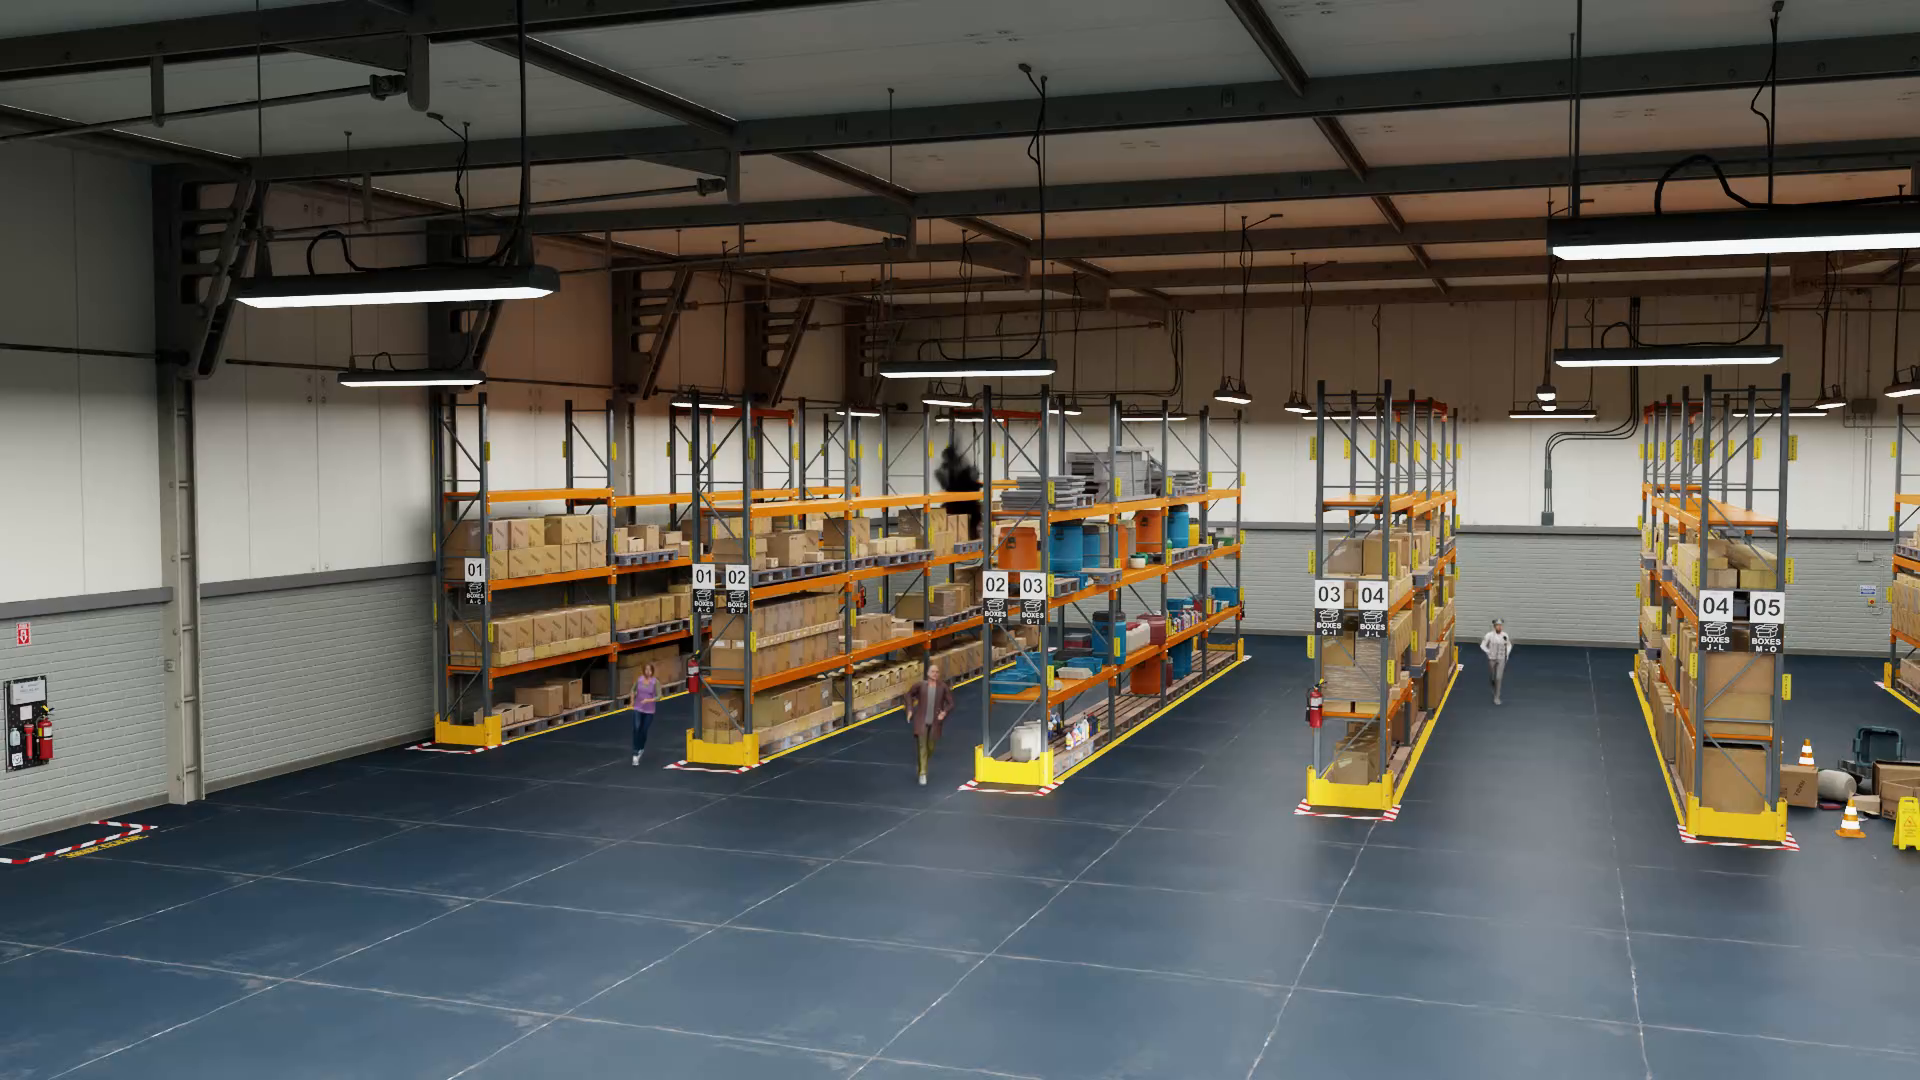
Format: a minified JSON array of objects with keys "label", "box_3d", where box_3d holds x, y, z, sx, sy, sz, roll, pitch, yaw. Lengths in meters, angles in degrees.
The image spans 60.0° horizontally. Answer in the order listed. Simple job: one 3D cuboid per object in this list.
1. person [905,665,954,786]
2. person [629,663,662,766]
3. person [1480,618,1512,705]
[{"label":"person","box_3d":[-0.455,2.791,25.300,0.749,1.766,0.874,0,3,-4]},{"label":"person","box_3d":[-5.059,2.780,26.732,0.536,1.570,0.790,0,3,-5]},{"label":"person","box_3d":[10.724,2.402,33.258,0.611,1.699,0.765,1,3,15]}]
